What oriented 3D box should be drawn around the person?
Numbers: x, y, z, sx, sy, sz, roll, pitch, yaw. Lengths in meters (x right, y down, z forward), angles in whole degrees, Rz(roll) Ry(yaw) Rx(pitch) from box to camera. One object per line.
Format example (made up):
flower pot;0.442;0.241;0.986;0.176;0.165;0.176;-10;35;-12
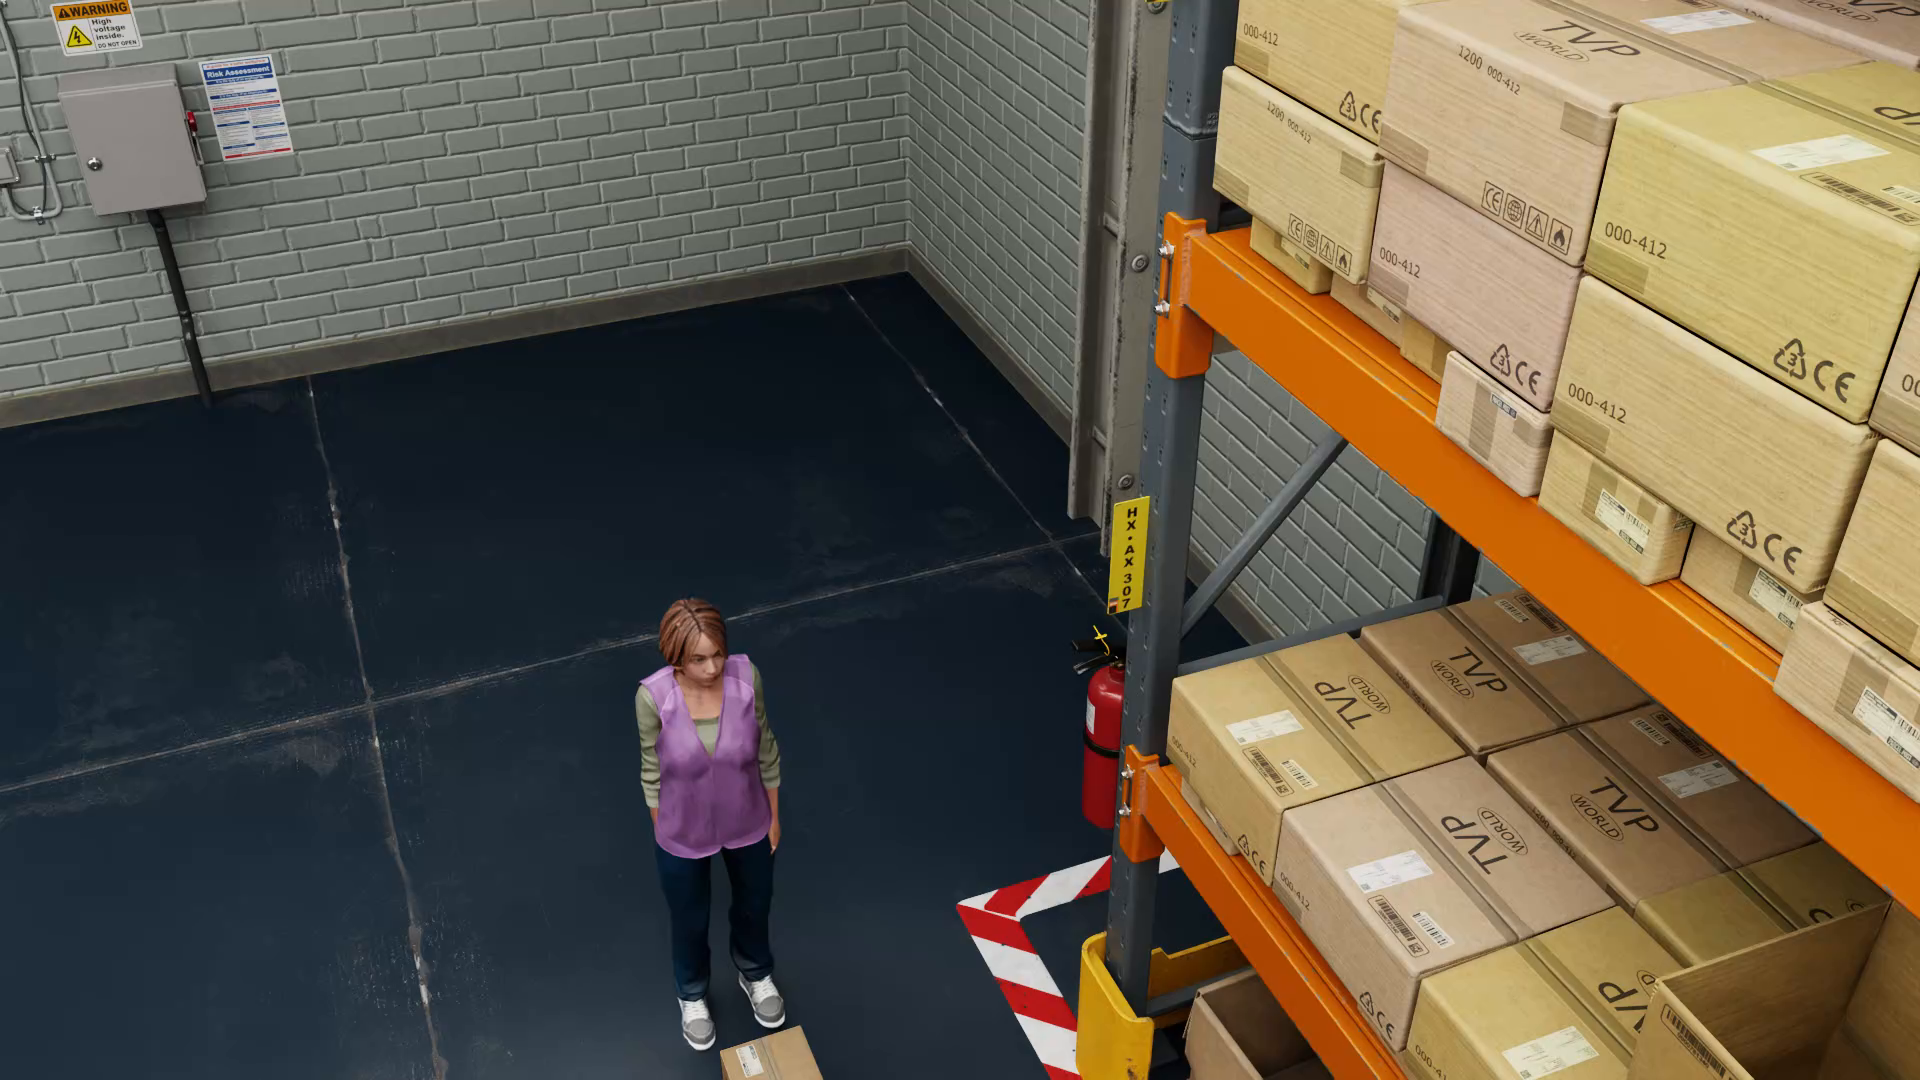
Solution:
person;-0.713;0.842;4.905;0.405;1.603;0.309;-12;36;-18
